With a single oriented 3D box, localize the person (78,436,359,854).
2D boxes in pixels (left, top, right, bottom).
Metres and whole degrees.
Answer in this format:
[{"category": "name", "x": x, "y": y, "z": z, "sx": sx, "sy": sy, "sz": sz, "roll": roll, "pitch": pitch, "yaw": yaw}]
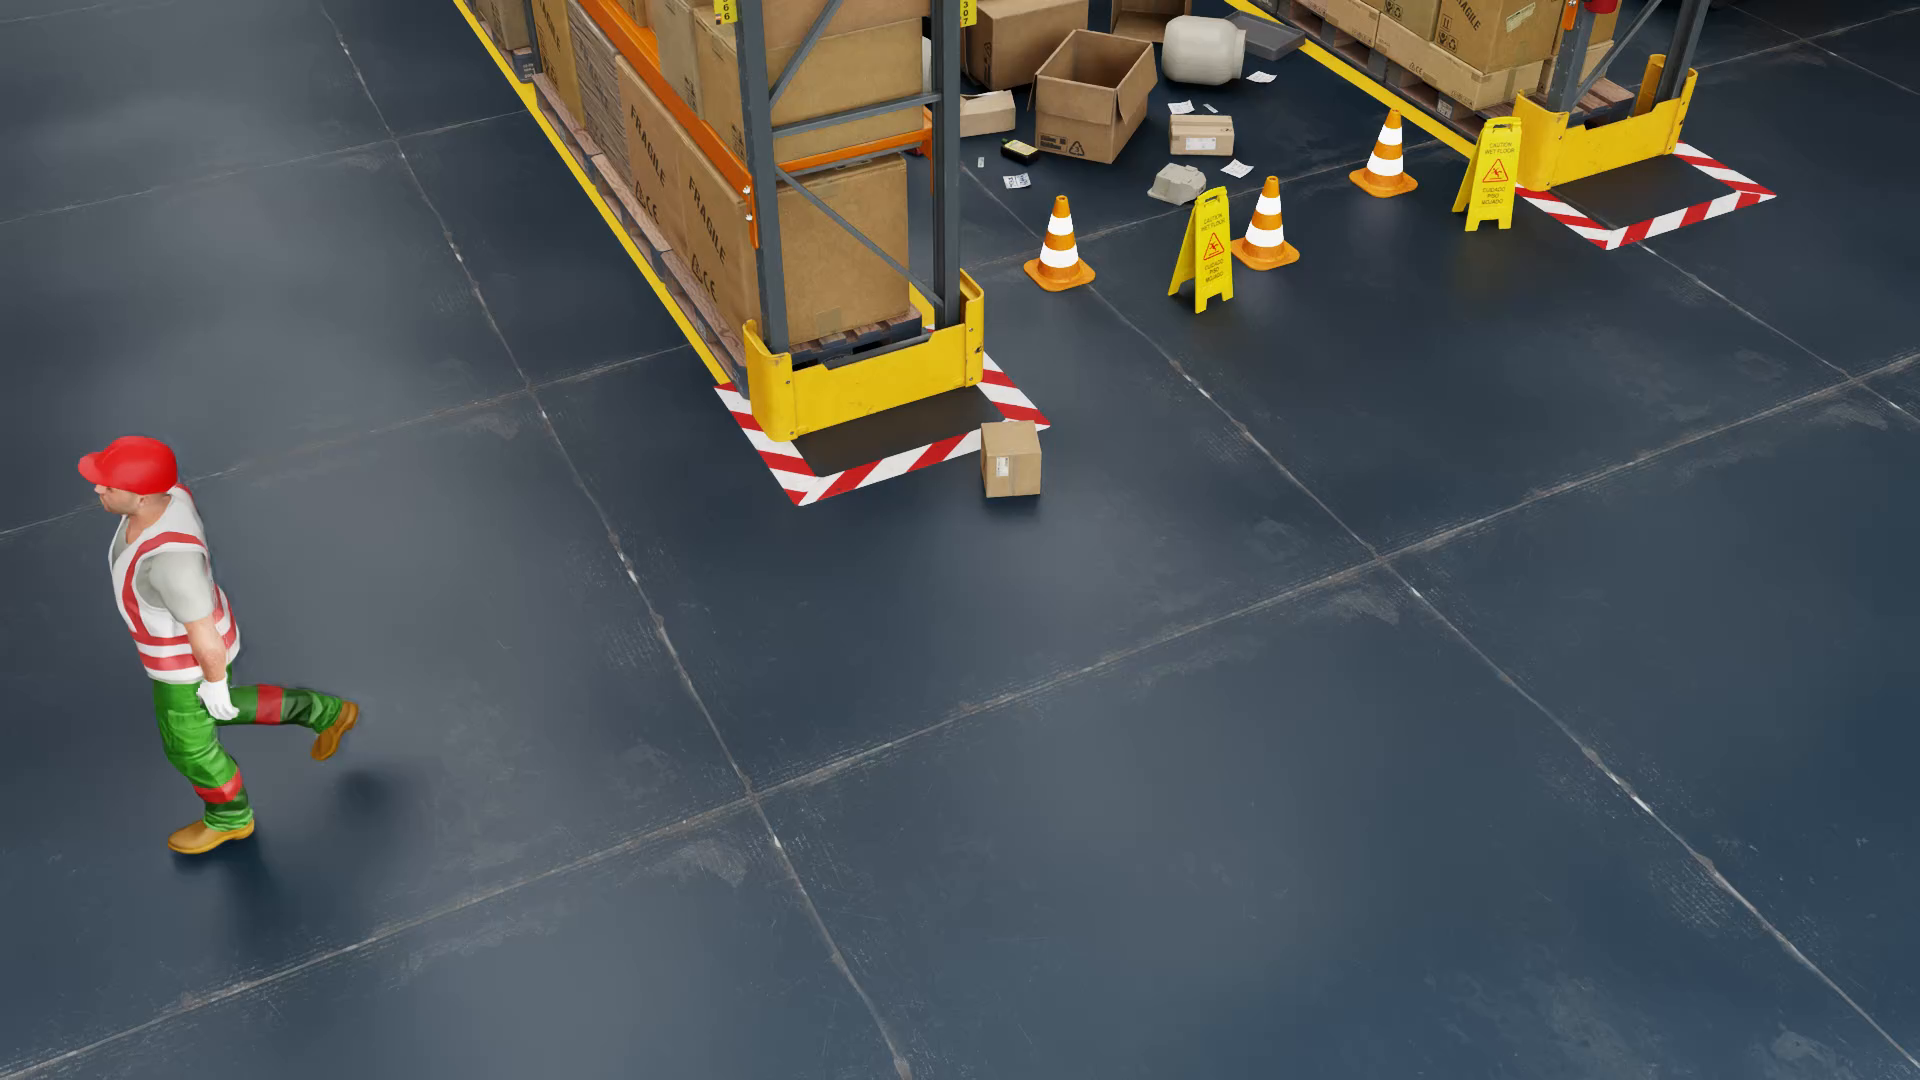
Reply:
[{"category": "person", "x": -2.588, "y": 0.348, "z": 5.726, "sx": 0.772, "sy": 1.771, "sz": 0.534, "roll": -17, "pitch": 44, "yaw": -19}]
